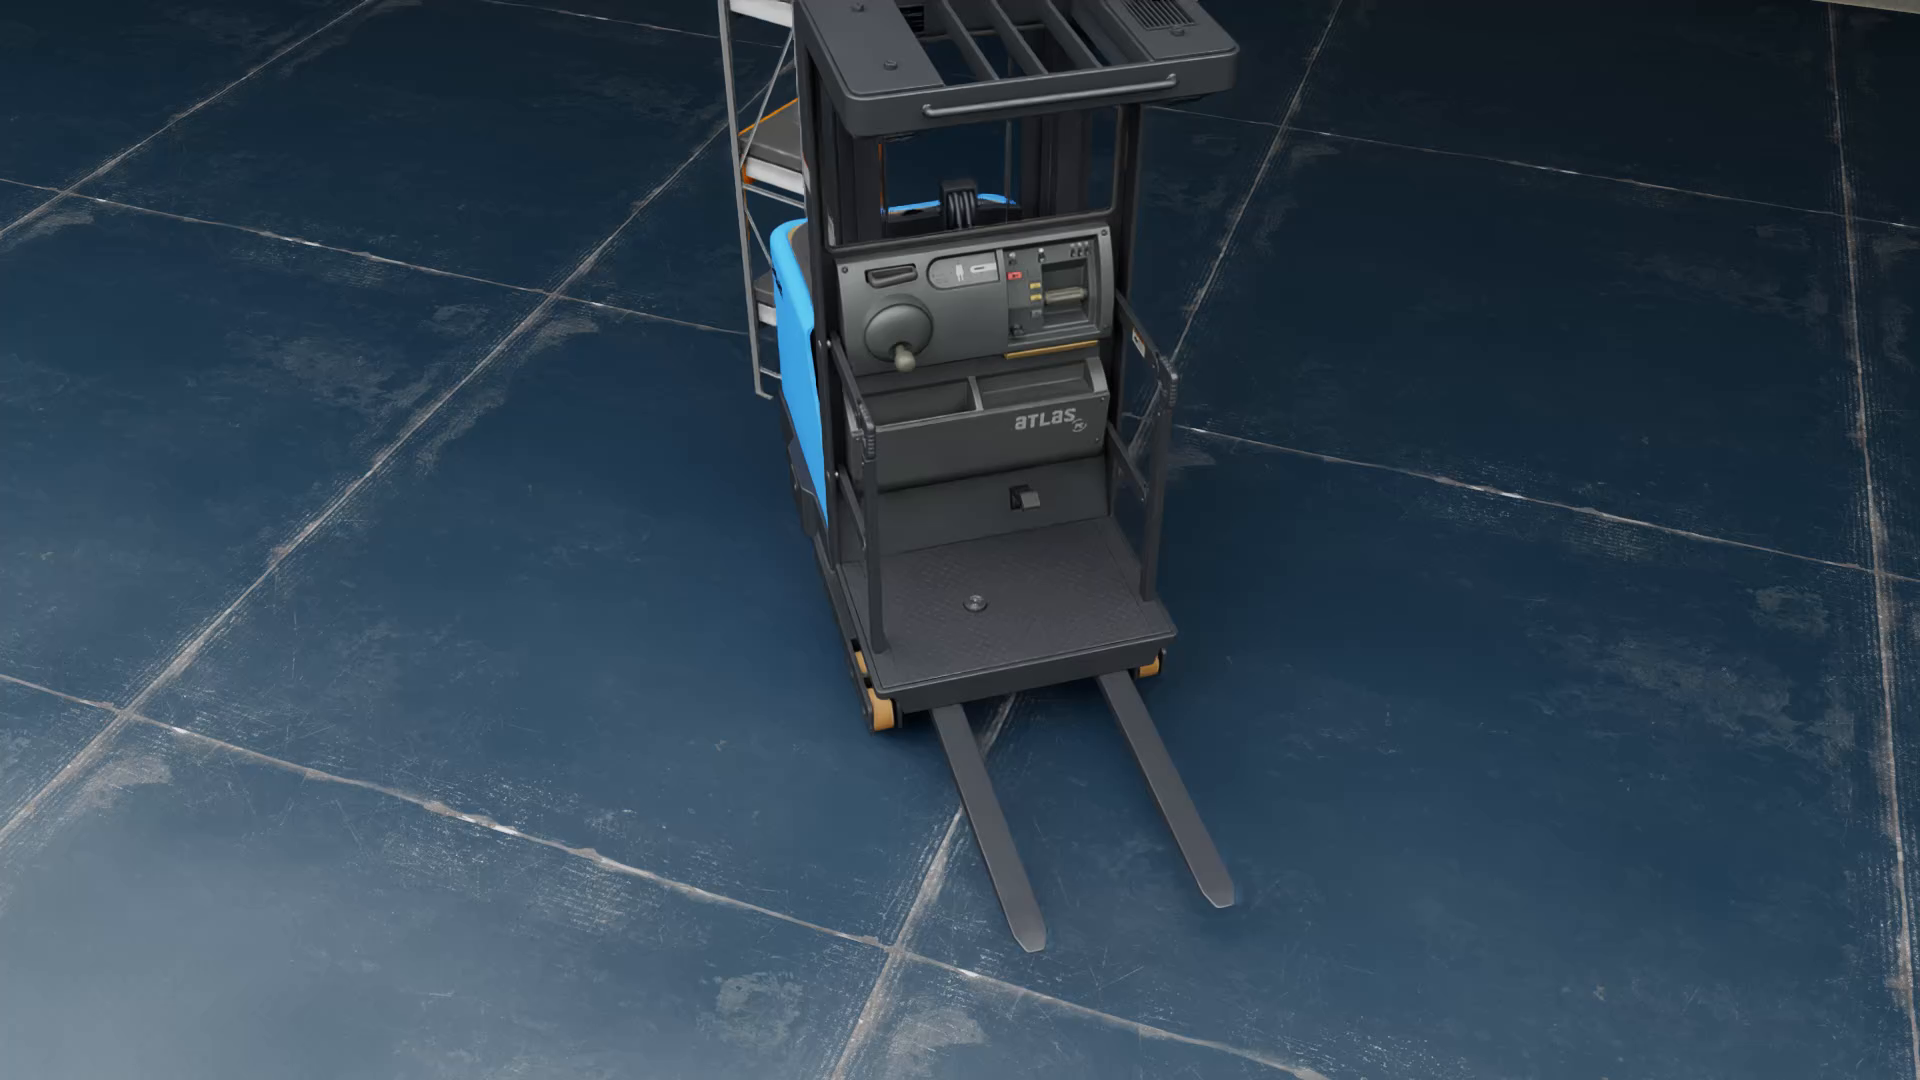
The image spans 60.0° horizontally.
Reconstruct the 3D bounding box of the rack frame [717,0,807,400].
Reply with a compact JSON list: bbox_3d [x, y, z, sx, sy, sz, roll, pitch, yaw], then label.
[{"bbox_3d":[-0.755,-1.396,6.765,0.400,2.100,0.015,23,46,25],"label":"rack frame"}]

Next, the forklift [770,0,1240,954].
[{"bbox_3d":[0.119,-0.717,5.332,1.130,2.935,3.031,-10,42,-12],"label":"forklift"}]

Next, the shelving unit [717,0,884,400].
[{"bbox_3d":[-0.620,-1.527,6.920,0.431,2.100,0.503,23,46,25],"label":"shelving unit"}]

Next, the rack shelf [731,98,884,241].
[{"bbox_3d":[-0.620,-1.517,6.929,0.431,0.518,0.480,23,46,25],"label":"rack shelf"}]

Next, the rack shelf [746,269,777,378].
[{"bbox_3d":[-0.619,-0.982,7.381,0.431,0.518,0.480,23,46,25],"label":"rack shelf"}]

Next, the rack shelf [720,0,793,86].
[{"bbox_3d":[-0.621,-2.051,6.476,0.431,0.518,0.480,23,46,25],"label":"rack shelf"}]
